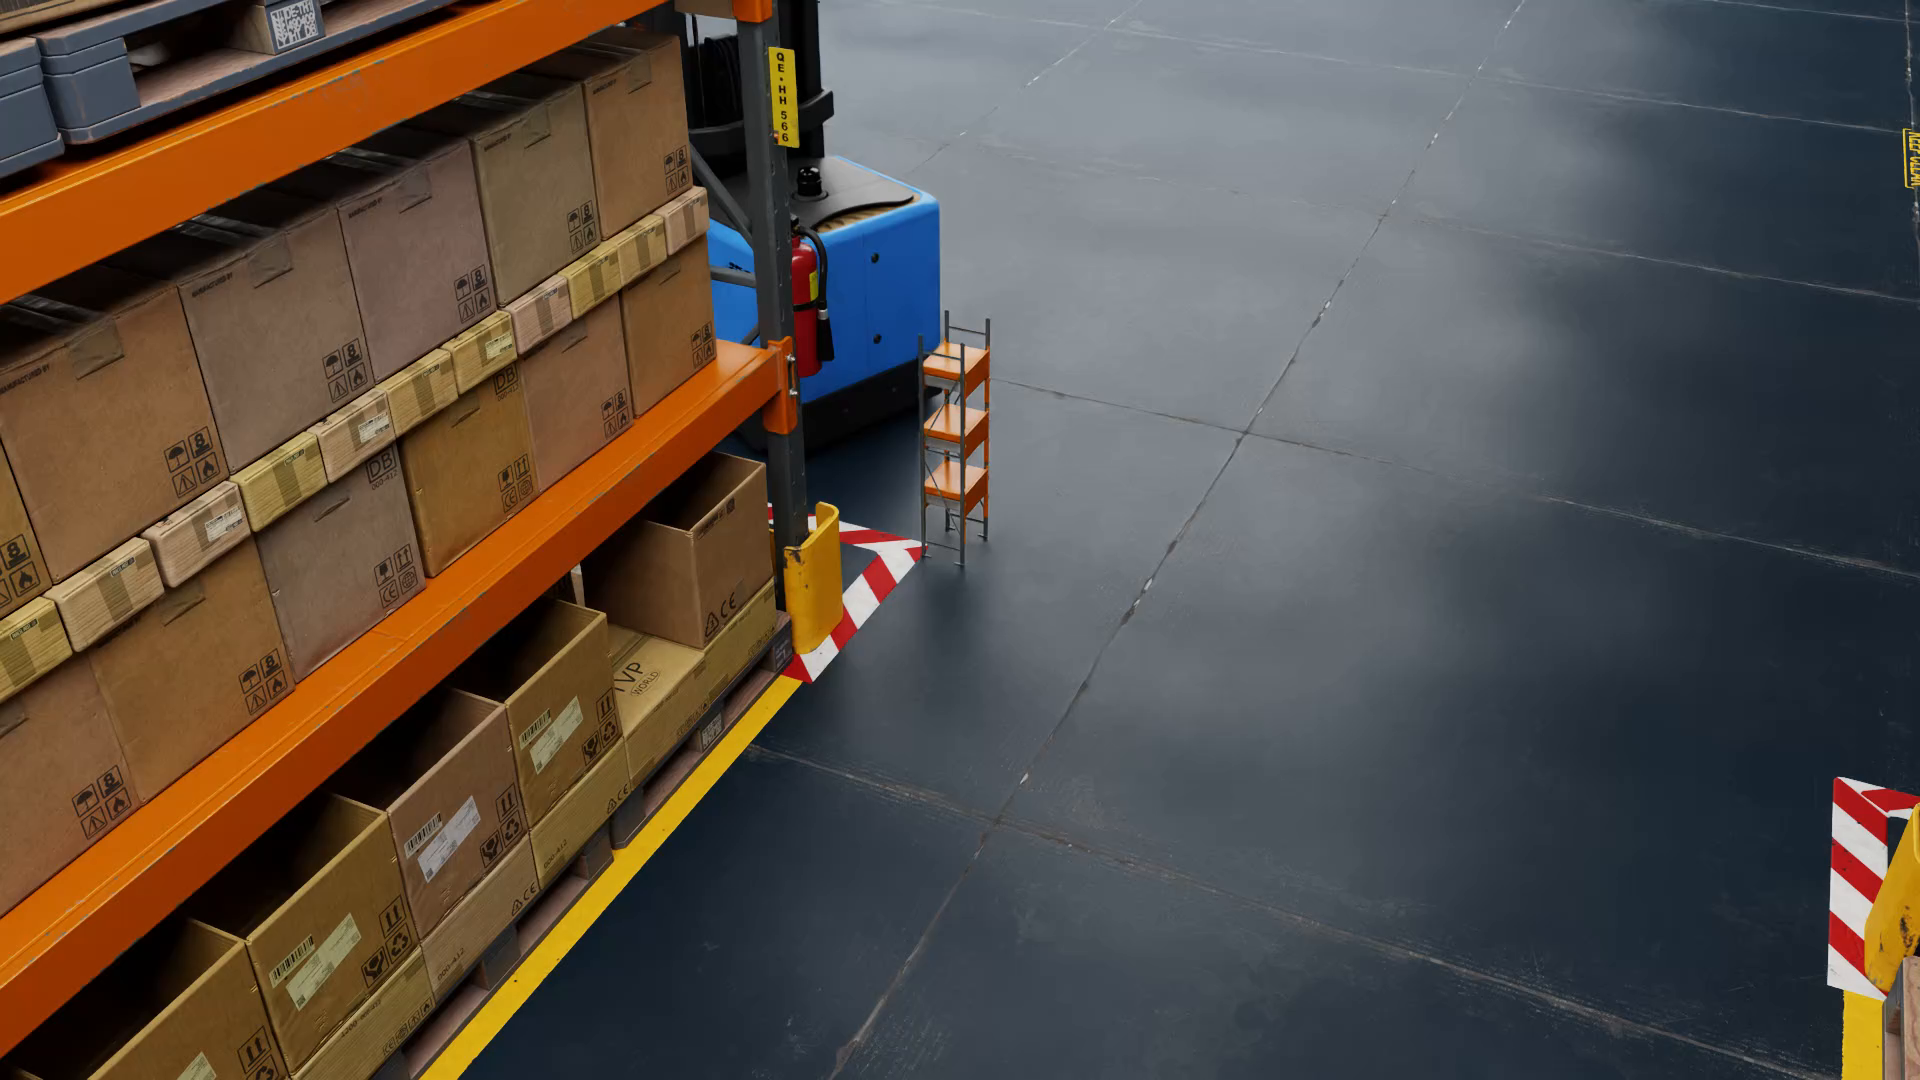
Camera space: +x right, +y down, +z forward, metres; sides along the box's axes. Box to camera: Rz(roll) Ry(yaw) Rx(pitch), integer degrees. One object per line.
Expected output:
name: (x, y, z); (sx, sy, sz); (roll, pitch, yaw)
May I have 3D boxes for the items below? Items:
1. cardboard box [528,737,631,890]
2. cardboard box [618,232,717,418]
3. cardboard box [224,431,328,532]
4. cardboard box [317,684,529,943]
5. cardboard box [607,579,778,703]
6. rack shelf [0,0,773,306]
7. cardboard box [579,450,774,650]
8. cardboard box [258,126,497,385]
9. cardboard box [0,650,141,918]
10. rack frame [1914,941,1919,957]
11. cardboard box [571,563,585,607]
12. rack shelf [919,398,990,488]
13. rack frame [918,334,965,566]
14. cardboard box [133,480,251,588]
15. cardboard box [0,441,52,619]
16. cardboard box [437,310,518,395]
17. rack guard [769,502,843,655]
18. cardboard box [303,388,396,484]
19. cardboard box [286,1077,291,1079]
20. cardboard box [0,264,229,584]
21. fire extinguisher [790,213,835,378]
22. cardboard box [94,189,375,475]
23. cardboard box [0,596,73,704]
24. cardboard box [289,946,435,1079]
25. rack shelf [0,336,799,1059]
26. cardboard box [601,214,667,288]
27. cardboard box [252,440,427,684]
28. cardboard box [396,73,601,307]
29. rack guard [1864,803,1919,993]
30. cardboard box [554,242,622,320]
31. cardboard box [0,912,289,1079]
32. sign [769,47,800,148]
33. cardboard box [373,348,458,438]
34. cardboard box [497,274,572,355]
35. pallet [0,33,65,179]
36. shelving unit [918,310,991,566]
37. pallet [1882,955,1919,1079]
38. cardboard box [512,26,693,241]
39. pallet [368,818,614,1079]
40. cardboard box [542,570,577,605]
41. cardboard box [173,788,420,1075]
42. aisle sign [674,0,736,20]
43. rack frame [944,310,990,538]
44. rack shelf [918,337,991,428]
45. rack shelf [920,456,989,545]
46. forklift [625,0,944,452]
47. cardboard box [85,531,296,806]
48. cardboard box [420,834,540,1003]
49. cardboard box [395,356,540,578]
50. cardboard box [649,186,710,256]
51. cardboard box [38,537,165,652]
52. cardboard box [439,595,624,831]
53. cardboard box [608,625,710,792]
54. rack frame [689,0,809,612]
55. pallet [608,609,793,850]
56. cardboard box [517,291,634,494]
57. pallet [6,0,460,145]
cardboard box: (-1.428, 0.812, 5.400); (0.500, 0.250, 0.500); (14, 36, 20)
cardboard box: (-1.273, -0.810, 5.659); (0.700, 0.500, 0.500); (14, 36, 20)
cardboard box: (-1.807, -0.181, 4.107); (0.380, 0.149, 0.250); (14, 36, 20)
cardboard box: (-1.636, 0.748, 4.814); (0.500, 0.500, 0.500); (14, 36, 20)
cardboard box: (-1.022, 0.311, 6.164); (0.500, 0.250, 0.500); (14, 36, 20)
rack shelf: (-1.903, -0.955, 3.892); (1.077, 0.370, 4.000); (14, 36, 20)
cardboard box: (-1.021, -0.002, 5.958); (0.500, 0.500, 0.500); (14, 36, 20)
cardboard box: (-1.721, -0.812, 4.478); (0.700, 0.500, 0.500); (14, 36, 21)
cardboard box: (-2.345, 0.466, 3.713); (0.700, 0.500, 0.500); (14, 36, 20)
rack frame: (3.434, 0.137, 4.306); (1.000, 3.000, 0.127); (14, 36, 20)
cardboard box: (-1.493, 0.192, 6.346); (0.500, 0.250, 0.500); (14, 36, 20)
rack shelf: (-0.022, -0.404, 6.927); (0.215, 0.259, 0.240); (14, 36, 20)
rack frame: (-0.073, -0.352, 6.829); (0.200, 1.050, 0.008); (14, 36, 20)
cardboard box: (-1.916, -0.051, 3.909); (0.380, 0.149, 0.250); (13, 35, 19)
cardboard box: (-2.350, -0.064, 3.339); (0.700, 0.500, 0.500); (14, 36, 20)
cardboard box: (-1.485, -0.563, 4.691); (0.380, 0.149, 0.250); (15, 36, 22)
rack guard: (-1.056, 0.035, 6.740); (1.175, 0.500, 0.348); (14, 36, 20)
cardboard box: (-1.700, -0.304, 4.295); (0.380, 0.149, 0.250); (14, 36, 20)
cardboard box: (-2.057, 1.559, 4.261); (0.500, 0.250, 0.500); (14, 36, 20)
cardboard box: (-2.140, -0.314, 3.719); (0.700, 0.500, 0.500); (14, 36, 20)
fire extinguisher: (-0.595, -0.918, 5.985); (0.296, 0.674, 0.183); (14, 36, 20)
cardboard box: (-1.930, -0.562, 4.098); (0.700, 0.500, 0.500); (14, 36, 21)
cardboard box: (-2.132, 0.207, 3.516); (0.380, 0.149, 0.250); (14, 36, 20)
cardboard box: (-1.843, 1.311, 4.639); (0.500, 0.250, 0.500); (14, 36, 20)
rack shelf: (-1.903, 0.299, 4.715); (1.077, 0.370, 4.000); (14, 36, 20)
cardboard box: (-1.162, -0.946, 5.275); (0.380, 0.149, 0.250); (15, 36, 22)
cardboard box: (-1.919, -0.039, 4.482); (0.700, 0.500, 0.500); (15, 36, 22)
cardboard box: (-1.511, -1.063, 4.862); (0.700, 0.500, 0.500); (13, 36, 19)
rack guard: (3.403, 1.220, 4.934); (1.175, 0.500, 0.348); (14, 36, 20)
cardboard box: (-1.268, -0.819, 5.081); (0.380, 0.149, 0.250); (14, 36, 20)
cardboard box: (-2.060, 1.245, 4.057); (0.500, 0.500, 0.500); (14, 36, 20)
sign: (-0.579, -1.450, 5.454); (0.100, 0.325, 0.005); (14, 36, 20)
cardboard box: (-1.594, -0.432, 4.490); (0.380, 0.149, 0.250); (15, 36, 22)
cardboard box: (-1.376, -0.694, 4.890); (0.380, 0.149, 0.250); (15, 36, 21)
pallet: (-2.407, -0.654, 2.857); (1.003, 0.211, 1.213); (14, 36, 20)
shelving unit: (-0.022, -0.413, 6.922); (0.215, 1.050, 0.252); (14, 36, 20)
pallet: (3.031, 1.737, 4.408); (1.003, 0.211, 1.213); (14, 36, 20)
cardboard box: (-1.296, -1.326, 5.263); (0.700, 0.500, 0.500); (14, 36, 21)
pallet: (-1.860, 1.164, 5.282); (1.003, 0.211, 1.213); (14, 36, 20)
cardboard box: (-1.700, 0.128, 5.760); (0.500, 0.500, 0.500); (14, 36, 20)
cardboard box: (-1.843, 0.998, 4.434); (0.500, 0.500, 0.500); (14, 36, 20)
aisle sign: (-0.772, -2.050, 5.271); (0.394, 0.787, 0.004); (14, 36, 20)
rack frame: (0.029, -0.473, 7.014); (0.200, 1.050, 0.008); (14, 36, 20)
rack shelf: (-0.022, -0.641, 6.772); (0.215, 0.259, 0.240); (14, 36, 20)
rack shelf: (-0.022, -0.171, 7.080); (0.215, 0.259, 0.240); (14, 36, 20)
forklift: (-1.441, -2.341, 8.147); (1.130, 2.935, 3.031); (-26, 42, -34)
cardboard box: (-2.132, 0.217, 4.093); (0.700, 0.500, 0.500); (15, 36, 21)
cardboard box: (-1.639, 1.061, 5.021); (0.500, 0.250, 0.500); (14, 36, 20)
cardboard box: (-1.702, -0.302, 4.883); (0.700, 0.500, 0.500); (14, 36, 21)
cardboard box: (-1.053, -1.077, 5.474); (0.380, 0.149, 0.250); (14, 36, 20)
cardboard box: (-2.025, 0.083, 3.706); (0.380, 0.149, 0.250); (13, 35, 19)
cardboard box: (-1.426, 0.499, 5.193); (0.500, 0.500, 0.500); (14, 36, 20)
cardboard box: (-1.221, 0.563, 5.781); (0.500, 0.250, 0.500); (14, 36, 20)
rack frame: (-1.066, -0.998, 6.036); (1.000, 3.000, 0.127); (14, 36, 20)
pallet: (-1.348, 0.559, 6.205); (1.003, 0.211, 1.213); (14, 36, 20)
cardboard box: (-1.489, -0.548, 5.258); (0.700, 0.500, 0.500); (15, 36, 22)
pallet: (-1.895, -1.259, 3.780); (1.003, 0.211, 1.213); (14, 36, 20)
